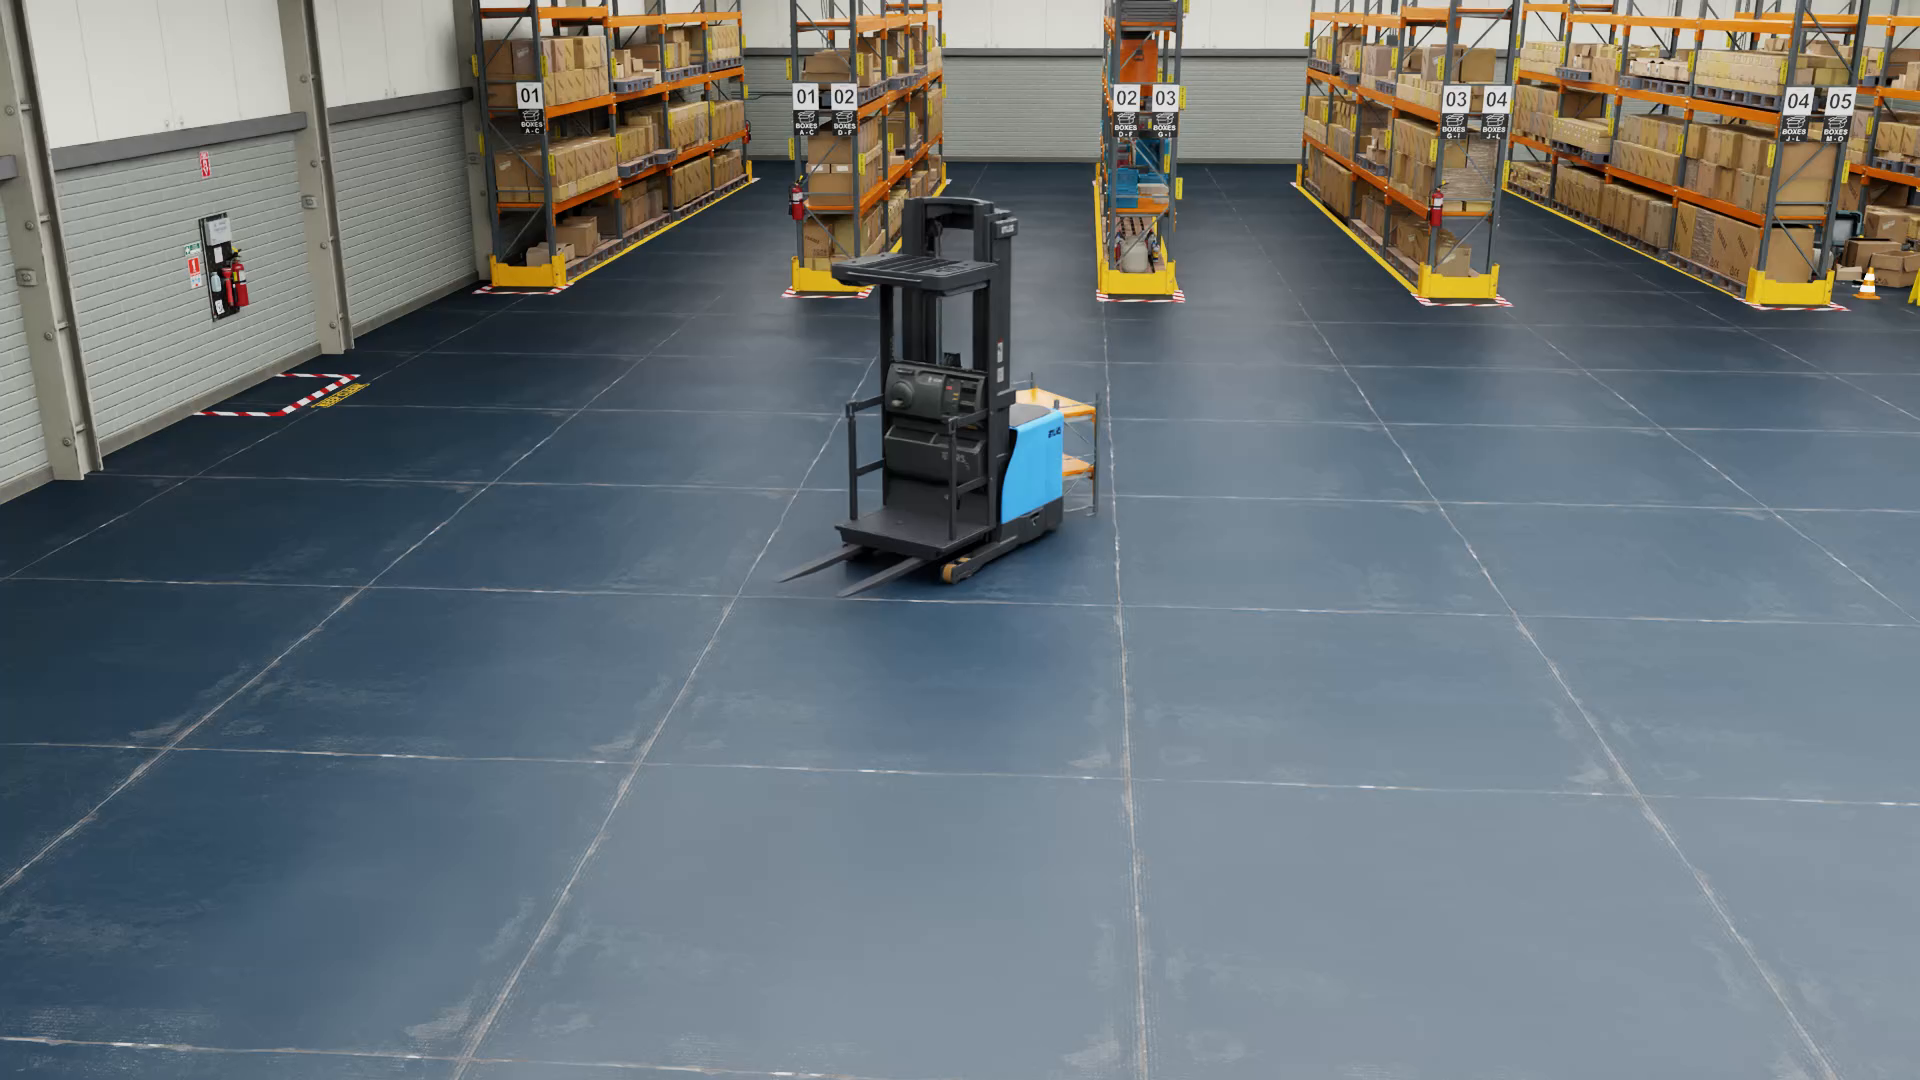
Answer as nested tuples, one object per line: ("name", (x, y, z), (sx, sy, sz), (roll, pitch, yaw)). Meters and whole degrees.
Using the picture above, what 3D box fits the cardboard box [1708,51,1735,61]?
("cardboard box", (12.616, -8.002, 27.498), (0.380, 0.149, 0.250), (1, 18, 3))

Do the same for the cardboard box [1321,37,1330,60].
("cardboard box", (8.804, -11.426, 38.664), (0.700, 0.500, 0.500), (0, 18, 0))

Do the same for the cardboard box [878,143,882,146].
("cardboard box", (-1.659, -7.303, 31.732), (0.500, 0.500, 0.500), (1, 18, 4))

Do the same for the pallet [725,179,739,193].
("pallet", (-5.954, -8.581, 40.272), (1.003, 0.211, 1.213), (1, 18, 4))

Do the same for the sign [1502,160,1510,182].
("sign", (8.331, -5.633, 25.405), (0.100, 0.325, 0.005), (1, 18, 4))

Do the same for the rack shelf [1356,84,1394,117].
("rack shelf", (8.220, -8.180, 30.909), (1.077, 0.370, 4.000), (1, 18, 4))

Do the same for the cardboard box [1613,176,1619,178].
("cardboard box", (13.630, -7.310, 34.051), (0.500, 0.250, 0.500), (1, 18, 3))

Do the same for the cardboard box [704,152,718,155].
("cardboard box", (-6.097, -9.364, 40.481), (0.380, 0.149, 0.250), (2, 18, 5))

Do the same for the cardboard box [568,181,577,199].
("cardboard box", (-6.657, -5.809, 27.543), (0.500, 0.250, 0.500), (1, 18, 2))

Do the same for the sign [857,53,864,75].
("sign", (-1.538, -7.320, 25.596), (0.100, 0.325, 0.005), (1, 18, 4))

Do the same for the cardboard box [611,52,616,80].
("cardboard box", (-6.626, -8.648, 30.345), (0.500, 0.500, 0.500), (4, 19, 12))

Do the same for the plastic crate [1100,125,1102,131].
("plastic crate", (3.545, -10.049, 40.601), (0.250, 0.136, 0.298), (1, 18, 4))

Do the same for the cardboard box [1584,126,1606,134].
("cardboard box", (12.936, -8.343, 33.842), (0.380, 0.149, 0.250), (2, 18, 6))

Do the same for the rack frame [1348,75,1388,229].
("rack frame", (8.363, -7.718, 33.160), (1.000, 3.000, 0.127), (1, 18, 4))

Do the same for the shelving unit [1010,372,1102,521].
("shelving unit", (0.771, -0.869, 15.270), (0.538, 1.125, 1.048), (-11, 21, -30))

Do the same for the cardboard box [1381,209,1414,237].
("cardboard box", (8.195, -5.835, 30.720), (0.700, 0.500, 0.500), (1, 18, 4))

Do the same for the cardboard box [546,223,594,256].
("cardboard box", (-6.749, -5.203, 28.792), (0.700, 0.500, 0.500), (0, 18, 0))

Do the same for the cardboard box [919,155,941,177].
("cardboard box", (-0.737, -9.272, 41.209), (0.500, 0.500, 0.500), (1, 18, 4))

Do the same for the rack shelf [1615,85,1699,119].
("rack shelf", (13.160, -8.038, 30.475), (1.077, 0.370, 4.000), (1, 18, 4))

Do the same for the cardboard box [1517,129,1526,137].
("cardboard box", (13.477, -9.685, 39.568), (0.380, 0.149, 0.250), (1, 18, 2))

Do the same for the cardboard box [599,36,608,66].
("cardboard box", (-6.511, -8.603, 29.246), (0.500, 0.500, 0.500), (0, 18, -1))

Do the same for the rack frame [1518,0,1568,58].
("rack frame", (13.877, -12.911, 39.374), (1.000, 3.000, 0.127), (1, 18, 4))

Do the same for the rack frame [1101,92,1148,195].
("rack frame", (3.710, -9.071, 37.288), (1.000, 3.000, 0.127), (1, 18, 4))

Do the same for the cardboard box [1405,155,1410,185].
("cardboard box", (7.976, -6.214, 27.932), (0.875, 0.500, 0.500), (1, 18, 4))

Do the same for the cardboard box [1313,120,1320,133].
("cardboard box", (8.531, -9.650, 38.819), (0.500, 0.250, 0.500), (1, 18, 3))

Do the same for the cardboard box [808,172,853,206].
("cardboard box", (-2.045, -5.648, 26.681), (0.700, 0.500, 0.500), (1, 18, 4))

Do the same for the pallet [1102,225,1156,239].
("pallet", (3.239, -5.886, 32.046), (1.003, 0.211, 1.213), (1, 18, 4))

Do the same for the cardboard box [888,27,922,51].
("cardboard box", (-1.234, -11.282, 37.455), (0.700, 0.500, 0.500), (1, 18, 4))

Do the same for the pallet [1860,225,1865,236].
("pallet", (18.190, -5.929, 32.178), (1.003, 0.211, 1.213), (1, 18, 4))

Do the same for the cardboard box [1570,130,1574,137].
("cardboard box", (13.014, -8.520, 34.859), (0.380, 0.149, 0.250), (1, 18, 3))

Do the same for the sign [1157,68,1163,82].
("sign", (3.972, -9.194, 33.015), (0.100, 0.325, 0.005), (1, 18, 4))

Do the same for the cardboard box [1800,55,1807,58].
("cardboard box", (13.127, -7.356, 25.524), (0.380, 0.149, 0.250), (1, 18, 4))

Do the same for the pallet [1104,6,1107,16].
("pallet", (3.505, -10.623, 33.336), (1.213, 0.211, 1.003), (1, 18, 4))

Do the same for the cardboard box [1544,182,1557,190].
("cardboard box", (13.295, -7.909, 37.170), (0.380, 0.149, 0.250), (2, 18, 5))

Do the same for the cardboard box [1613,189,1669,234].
("cardboard box", (13.110, -6.248, 31.611), (1.050, 0.750, 0.750), (2, 18, 5))

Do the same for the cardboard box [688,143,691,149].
("cardboard box", (-6.079, -8.595, 36.207), (0.380, 0.149, 0.250), (2, 18, 6))

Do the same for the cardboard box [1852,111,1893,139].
("cardboard box", (18.024, -8.186, 32.821), (0.500, 0.500, 0.500), (1, 18, 2))

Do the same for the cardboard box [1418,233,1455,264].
("cardboard box", (7.924, -4.819, 27.652), (0.500, 0.500, 0.500), (3, 18, 9))

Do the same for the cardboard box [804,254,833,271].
("cardboard box", (-2.347, -4.522, 27.146), (0.500, 0.250, 0.500), (1, 18, 4))

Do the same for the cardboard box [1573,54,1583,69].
("cardboard box", (13.317, -10.132, 35.179), (0.500, 0.311, 0.500), (1, 18, 3))

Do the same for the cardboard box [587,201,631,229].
("cardboard box", (-6.722, -6.219, 31.893), (0.700, 0.500, 0.500), (1, 18, 3))

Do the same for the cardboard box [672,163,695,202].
("cardboard box", (-6.206, -7.725, 35.959), (0.750, 0.750, 0.750), (1, 18, 4))

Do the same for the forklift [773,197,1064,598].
("forklift", (-0.322, -1.204, 13.390), (1.130, 2.935, 3.031), (12, 21, 32))

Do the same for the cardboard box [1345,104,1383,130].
("cardboard box", (8.523, -8.880, 34.933), (0.797, 0.503, 0.637), (2, 18, 6))

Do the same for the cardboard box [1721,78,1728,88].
("cardboard box", (12.562, -7.386, 26.896), (0.380, 0.149, 0.250), (1, 18, 4))

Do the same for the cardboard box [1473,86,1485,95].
("cardboard box", (8.040, -6.857, 25.316), (0.380, 0.149, 0.250), (1, 18, 4))

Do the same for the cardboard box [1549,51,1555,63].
("cardboard box", (13.418, -10.720, 36.943), (0.500, 0.250, 0.500), (1, 18, 2))

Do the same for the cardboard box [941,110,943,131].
("cardboard box", (-0.704, -10.327, 40.962), (0.500, 0.500, 0.500), (2, 18, 6))

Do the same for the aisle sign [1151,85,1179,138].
("aisle sign", (3.137, -6.550, 25.421), (0.394, 0.787, 0.004), (1, 18, 4))

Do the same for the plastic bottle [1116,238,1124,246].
("plastic bottle", (2.770, -5.073, 28.756), (0.152, 0.276, 0.135), (1, 18, 4))

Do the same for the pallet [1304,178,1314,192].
("pallet", (8.957, -8.627, 40.413), (1.003, 0.211, 1.213), (1, 18, 4))

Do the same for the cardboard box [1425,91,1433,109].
("cardboard box", (7.604, -6.898, 26.081), (0.500, 0.250, 0.500), (1, 18, 4))

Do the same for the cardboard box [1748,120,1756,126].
("cardboard box", (18.418, -9.415, 38.178), (0.500, 0.500, 0.500), (2, 18, 6))

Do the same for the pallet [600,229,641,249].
("pallet", (-6.691, -5.724, 31.553), (1.003, 0.211, 1.213), (1, 18, 4))

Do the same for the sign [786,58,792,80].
("sign", (-2.631, -7.281, 25.713), (0.100, 0.325, 0.005), (1, 18, 4))

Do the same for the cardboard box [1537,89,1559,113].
("cardboard box", (13.436, -9.953, 37.738), (0.500, 0.500, 0.500), (2, 18, 5))

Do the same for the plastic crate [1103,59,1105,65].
("plastic crate", (3.530, -11.001, 38.551), (0.437, 0.282, 0.530), (1, 18, 4))

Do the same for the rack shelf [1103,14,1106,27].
("rack shelf", (3.853, -12.011, 38.424), (1.077, 0.370, 4.000), (1, 18, 4))
